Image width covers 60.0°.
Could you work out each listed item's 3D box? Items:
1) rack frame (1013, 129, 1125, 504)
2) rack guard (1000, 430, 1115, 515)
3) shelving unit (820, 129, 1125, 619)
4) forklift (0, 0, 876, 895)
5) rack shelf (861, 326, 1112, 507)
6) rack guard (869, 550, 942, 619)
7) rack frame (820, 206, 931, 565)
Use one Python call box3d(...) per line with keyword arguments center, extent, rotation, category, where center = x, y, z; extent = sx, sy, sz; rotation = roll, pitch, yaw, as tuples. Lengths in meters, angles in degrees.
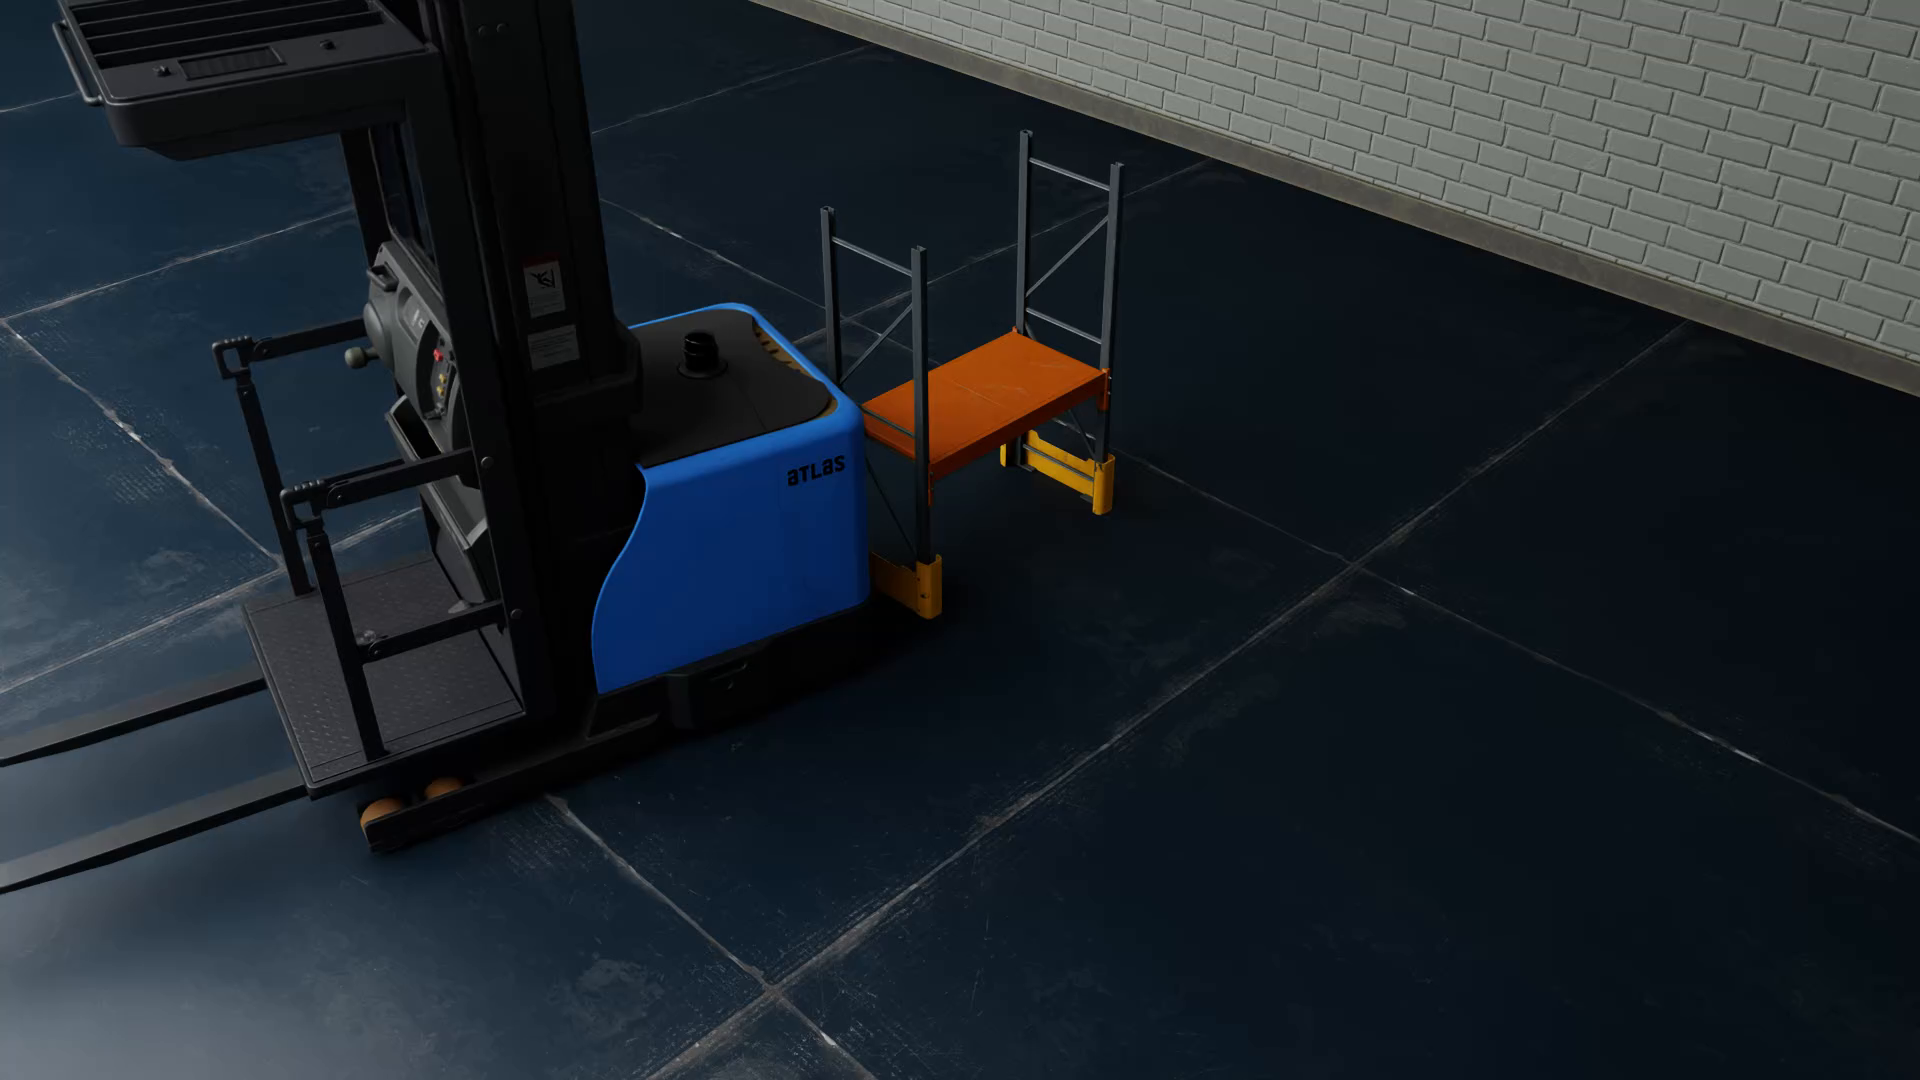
box3d(center=(0.418, -0.856, 6.667), extent=(0.500, 1.500, 0.032), rotation=(30, 45, 35), category="rack frame")
box3d(center=(0.405, -0.336, 7.013), extent=(0.587, 0.250, 0.087), rotation=(30, 45, 35), category="rack guard")
box3d(center=(0.054, -0.646, 6.365), extent=(0.587, 1.500, 1.083), rotation=(30, 45, 35), category="shelving unit")
box3d(center=(-1.837, -0.557, 4.987), extent=(3.031, 2.935, 1.130), rotation=(-19, 39, -25), category="forklift")
box3d(center=(0.060, -0.502, 6.474), extent=(0.538, 0.185, 1.000), rotation=(30, 45, 35), category="rack shelf")
box3d(center=(-0.297, 0.069, 6.433), extent=(0.587, 0.250, 0.087), rotation=(30, 45, 35), category="rack guard")
box3d(center=(-0.298, -0.443, 6.075), extent=(0.500, 1.500, 0.032), rotation=(30, 45, 35), category="rack frame")
